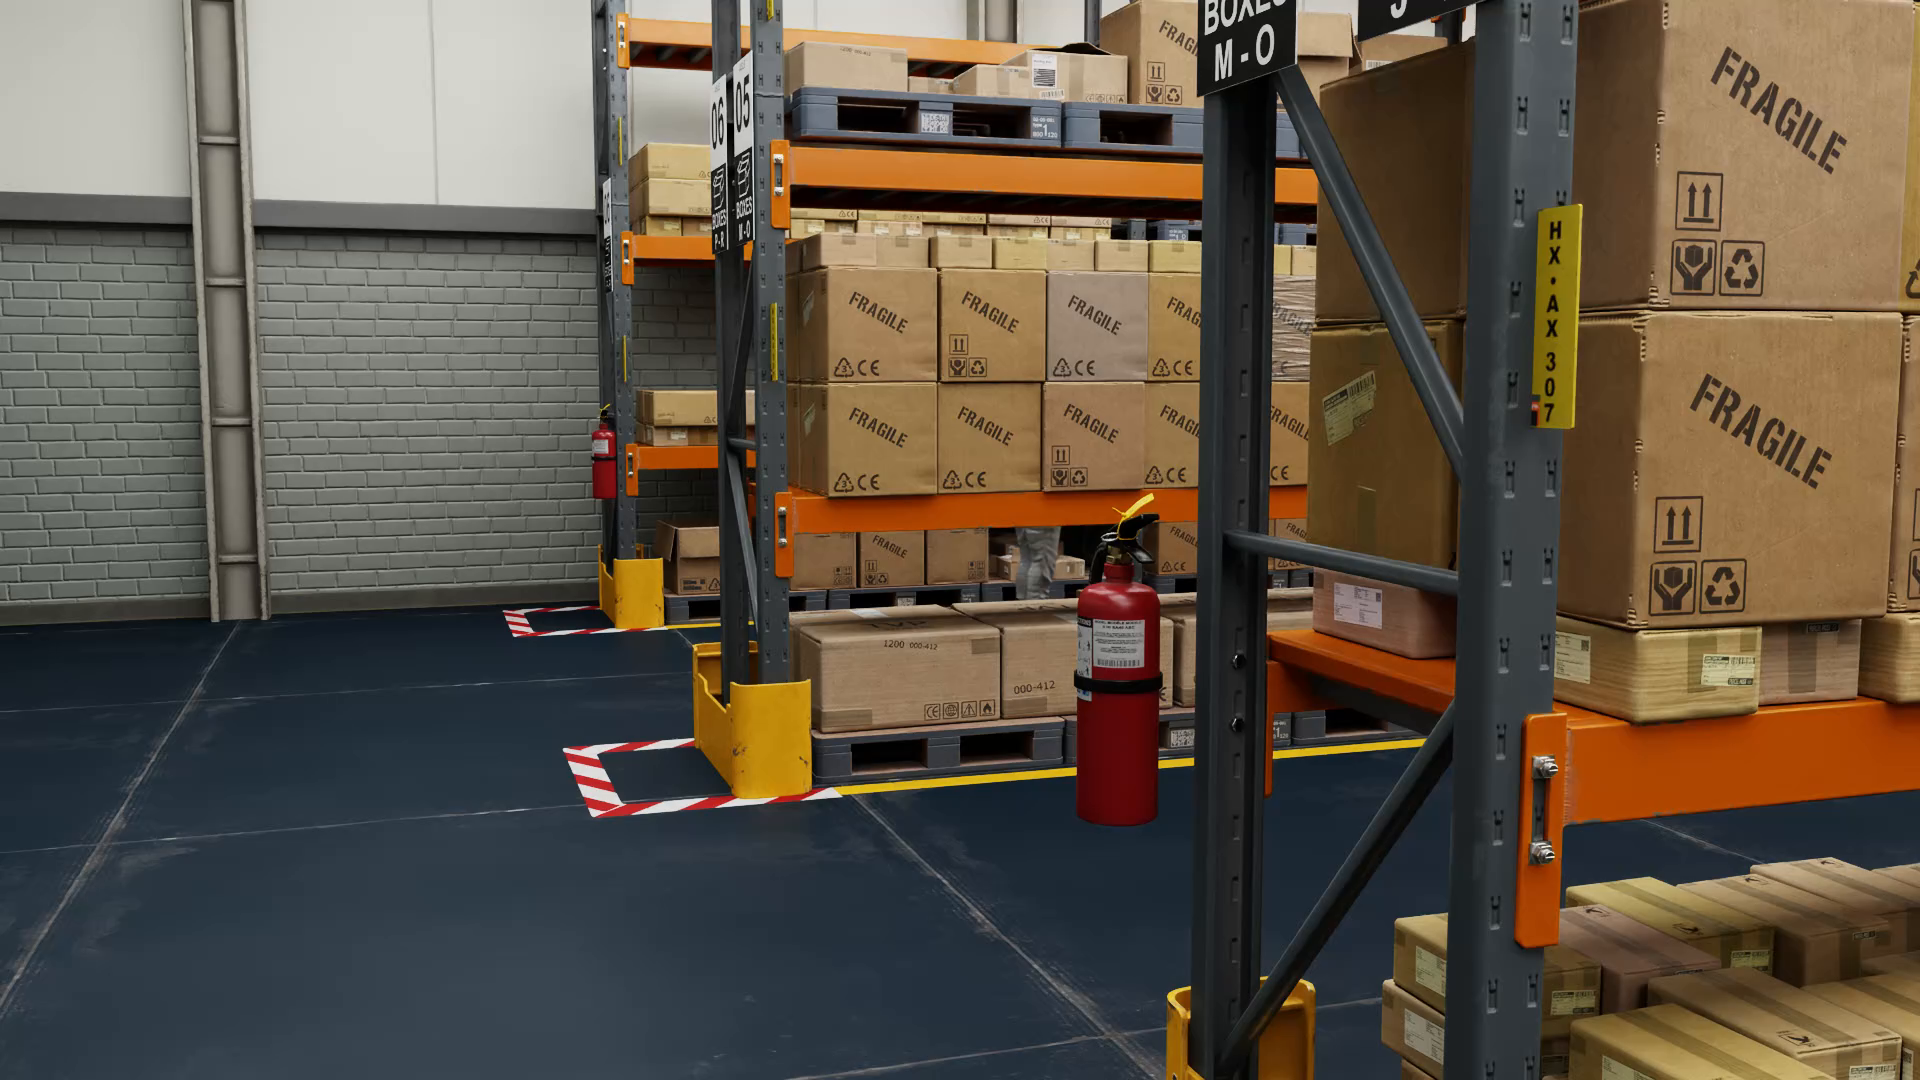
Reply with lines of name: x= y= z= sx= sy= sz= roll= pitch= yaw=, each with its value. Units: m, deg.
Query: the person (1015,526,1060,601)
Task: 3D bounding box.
person: x=0.557 y=-0.182 z=11.917 sx=0.390 sy=1.689 sz=0.479 roll=-2 pitch=6 yaw=-17
